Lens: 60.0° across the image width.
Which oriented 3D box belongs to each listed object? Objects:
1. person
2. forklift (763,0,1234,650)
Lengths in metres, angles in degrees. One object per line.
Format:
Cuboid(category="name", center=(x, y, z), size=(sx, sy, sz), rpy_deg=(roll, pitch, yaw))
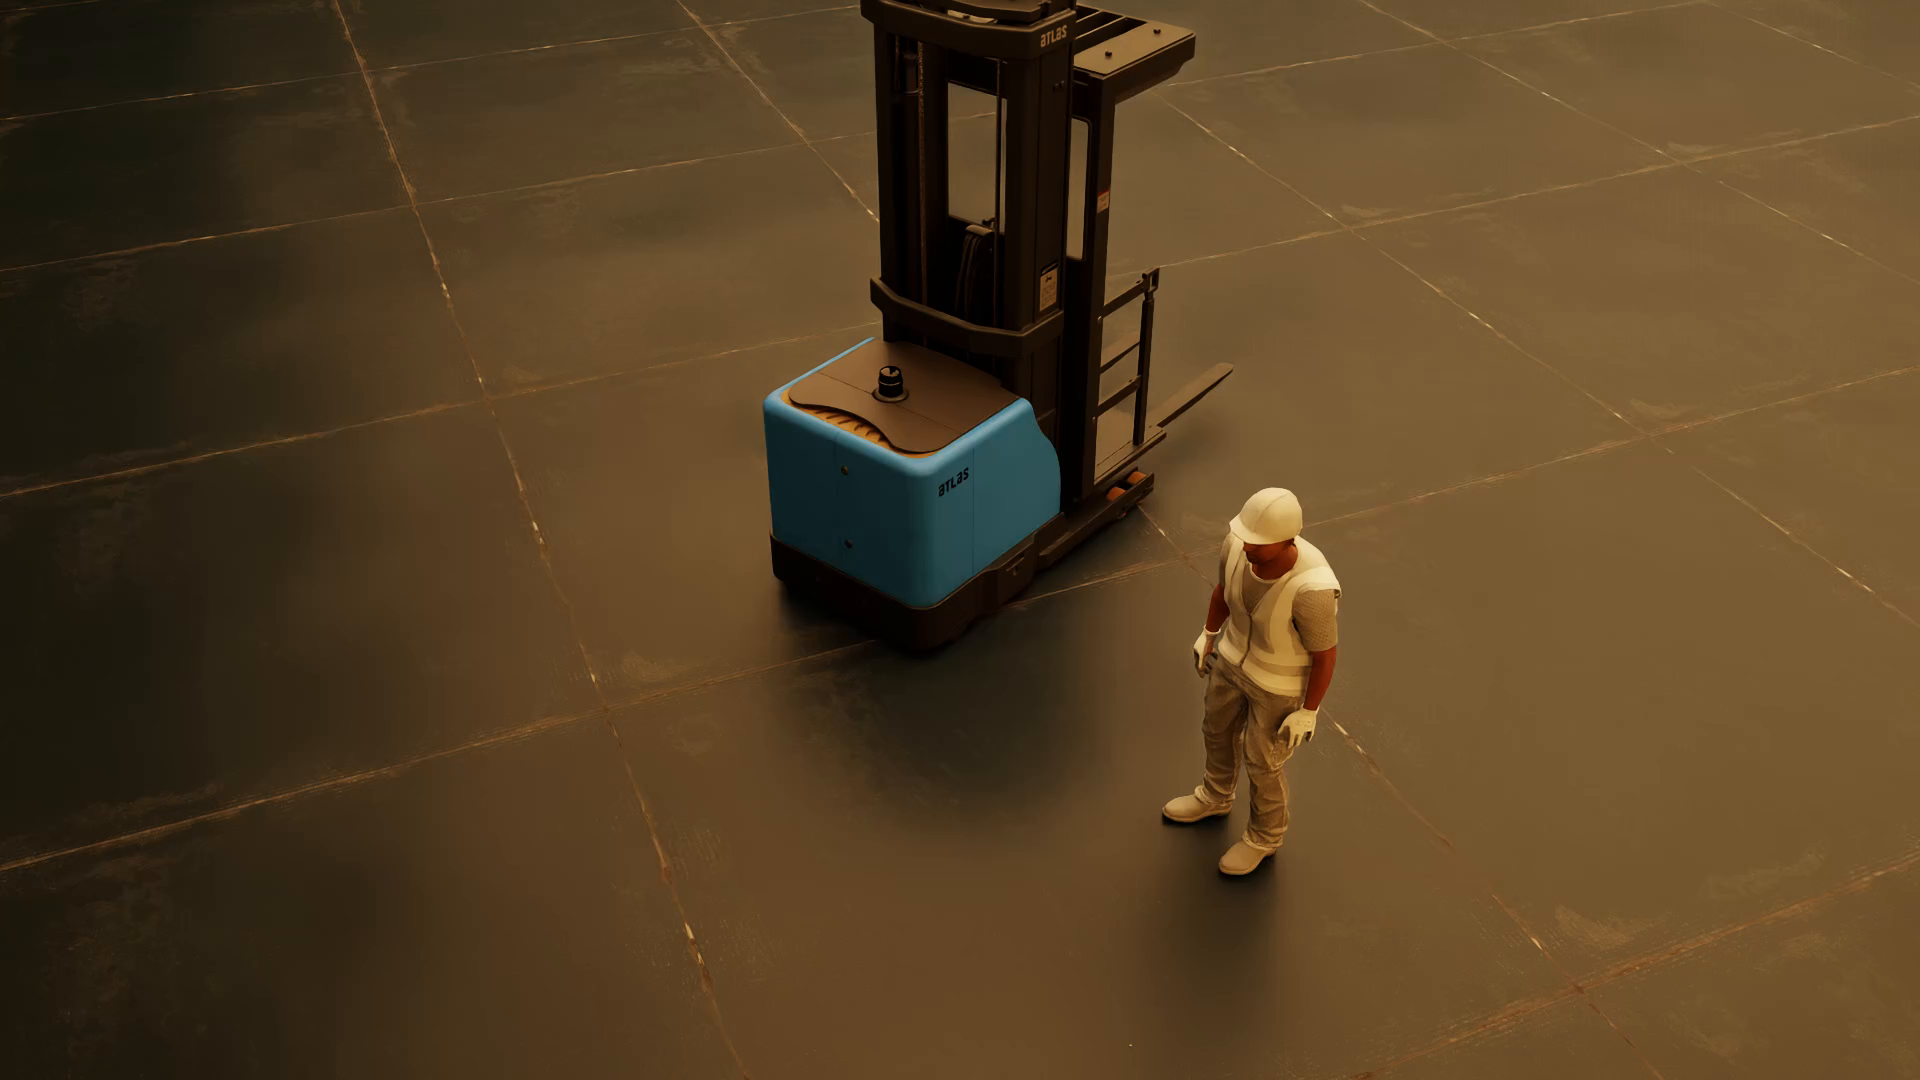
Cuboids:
Cuboid(category="person", center=(1.140, 0.520, 6.370), size=(0.451, 1.773, 0.626), rpy_deg=(-21, 40, -26))
Cuboid(category="forklift", center=(0.384, -1.469, 8.165), size=(1.130, 2.935, 3.031), rpy_deg=(25, 42, 31))
